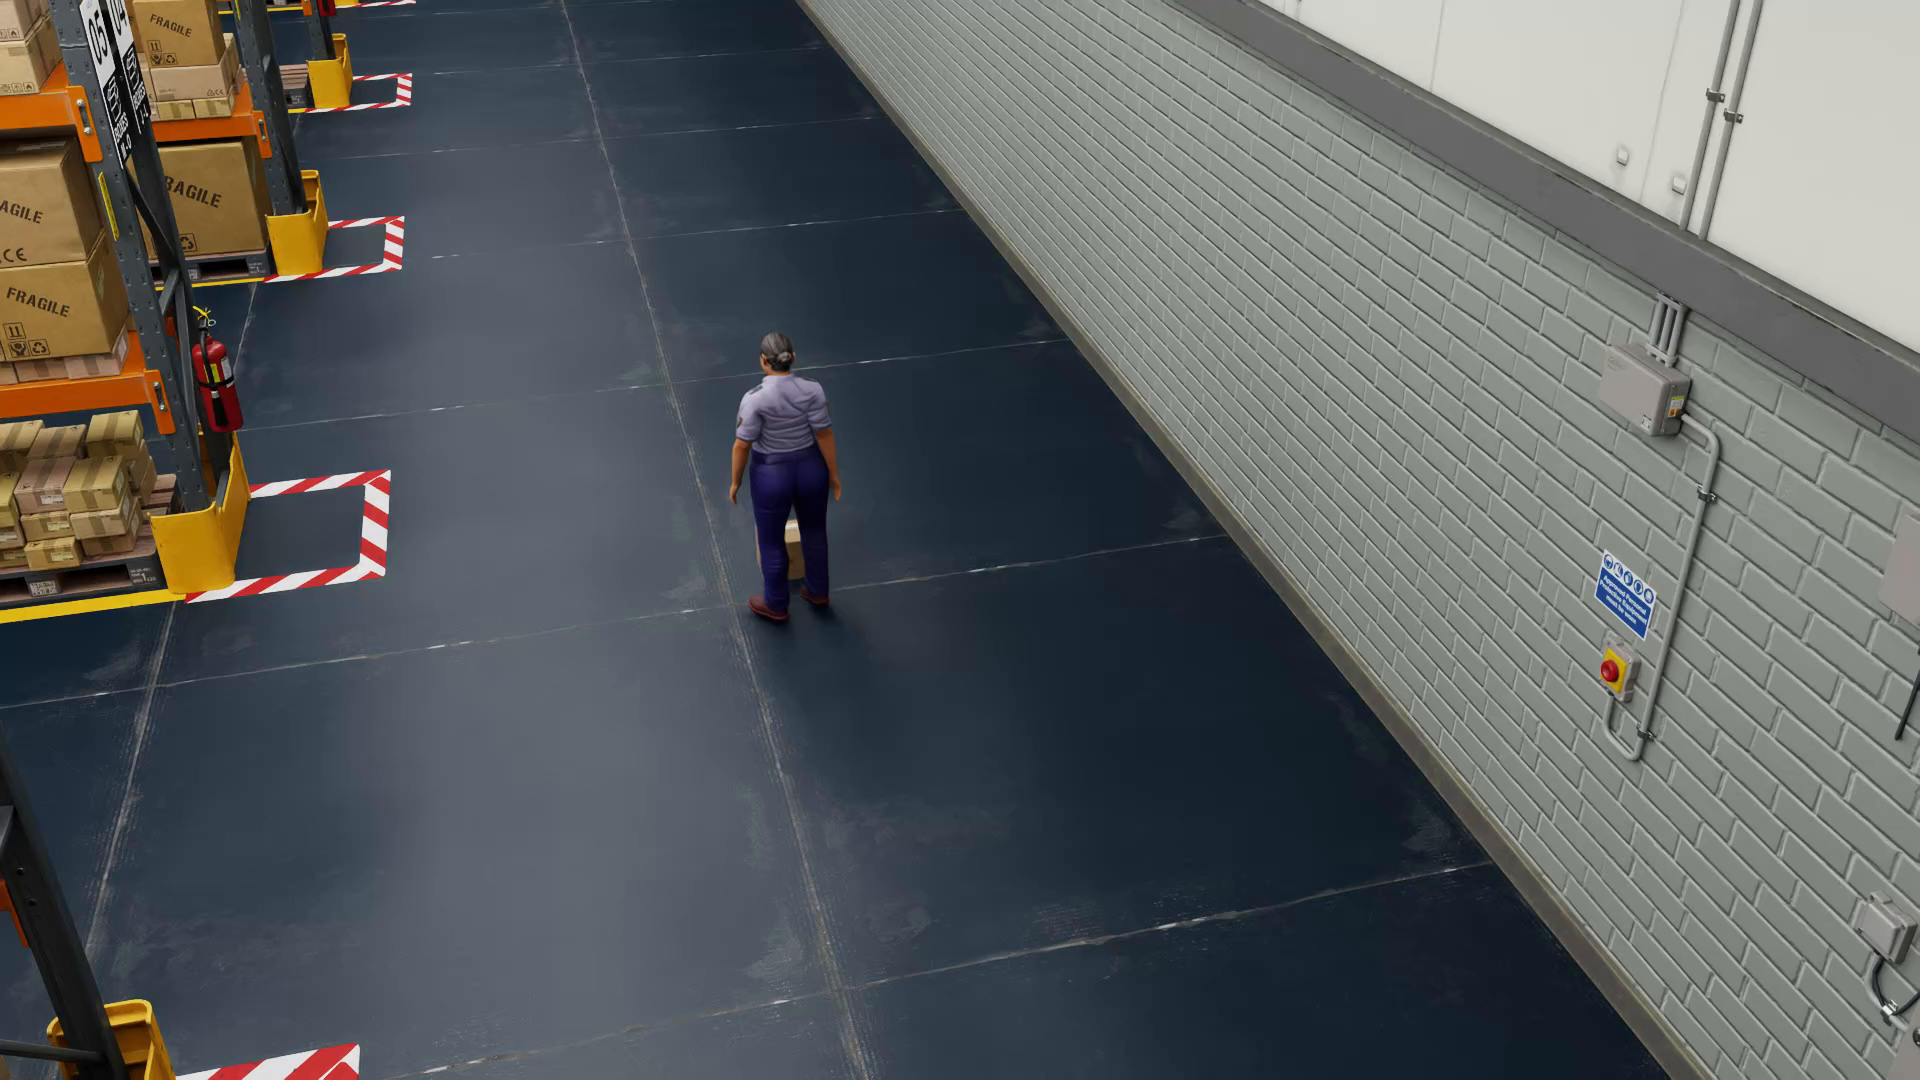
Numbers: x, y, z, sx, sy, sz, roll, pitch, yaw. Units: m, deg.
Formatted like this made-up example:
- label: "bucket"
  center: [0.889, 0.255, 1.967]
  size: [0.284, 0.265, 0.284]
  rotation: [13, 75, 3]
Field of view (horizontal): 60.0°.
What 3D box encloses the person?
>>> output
- label: "person"
  center: [-0.940, -0.318, 8.777]
  size: [0.561, 1.673, 0.420]
  rotation: [-13, 33, -21]
